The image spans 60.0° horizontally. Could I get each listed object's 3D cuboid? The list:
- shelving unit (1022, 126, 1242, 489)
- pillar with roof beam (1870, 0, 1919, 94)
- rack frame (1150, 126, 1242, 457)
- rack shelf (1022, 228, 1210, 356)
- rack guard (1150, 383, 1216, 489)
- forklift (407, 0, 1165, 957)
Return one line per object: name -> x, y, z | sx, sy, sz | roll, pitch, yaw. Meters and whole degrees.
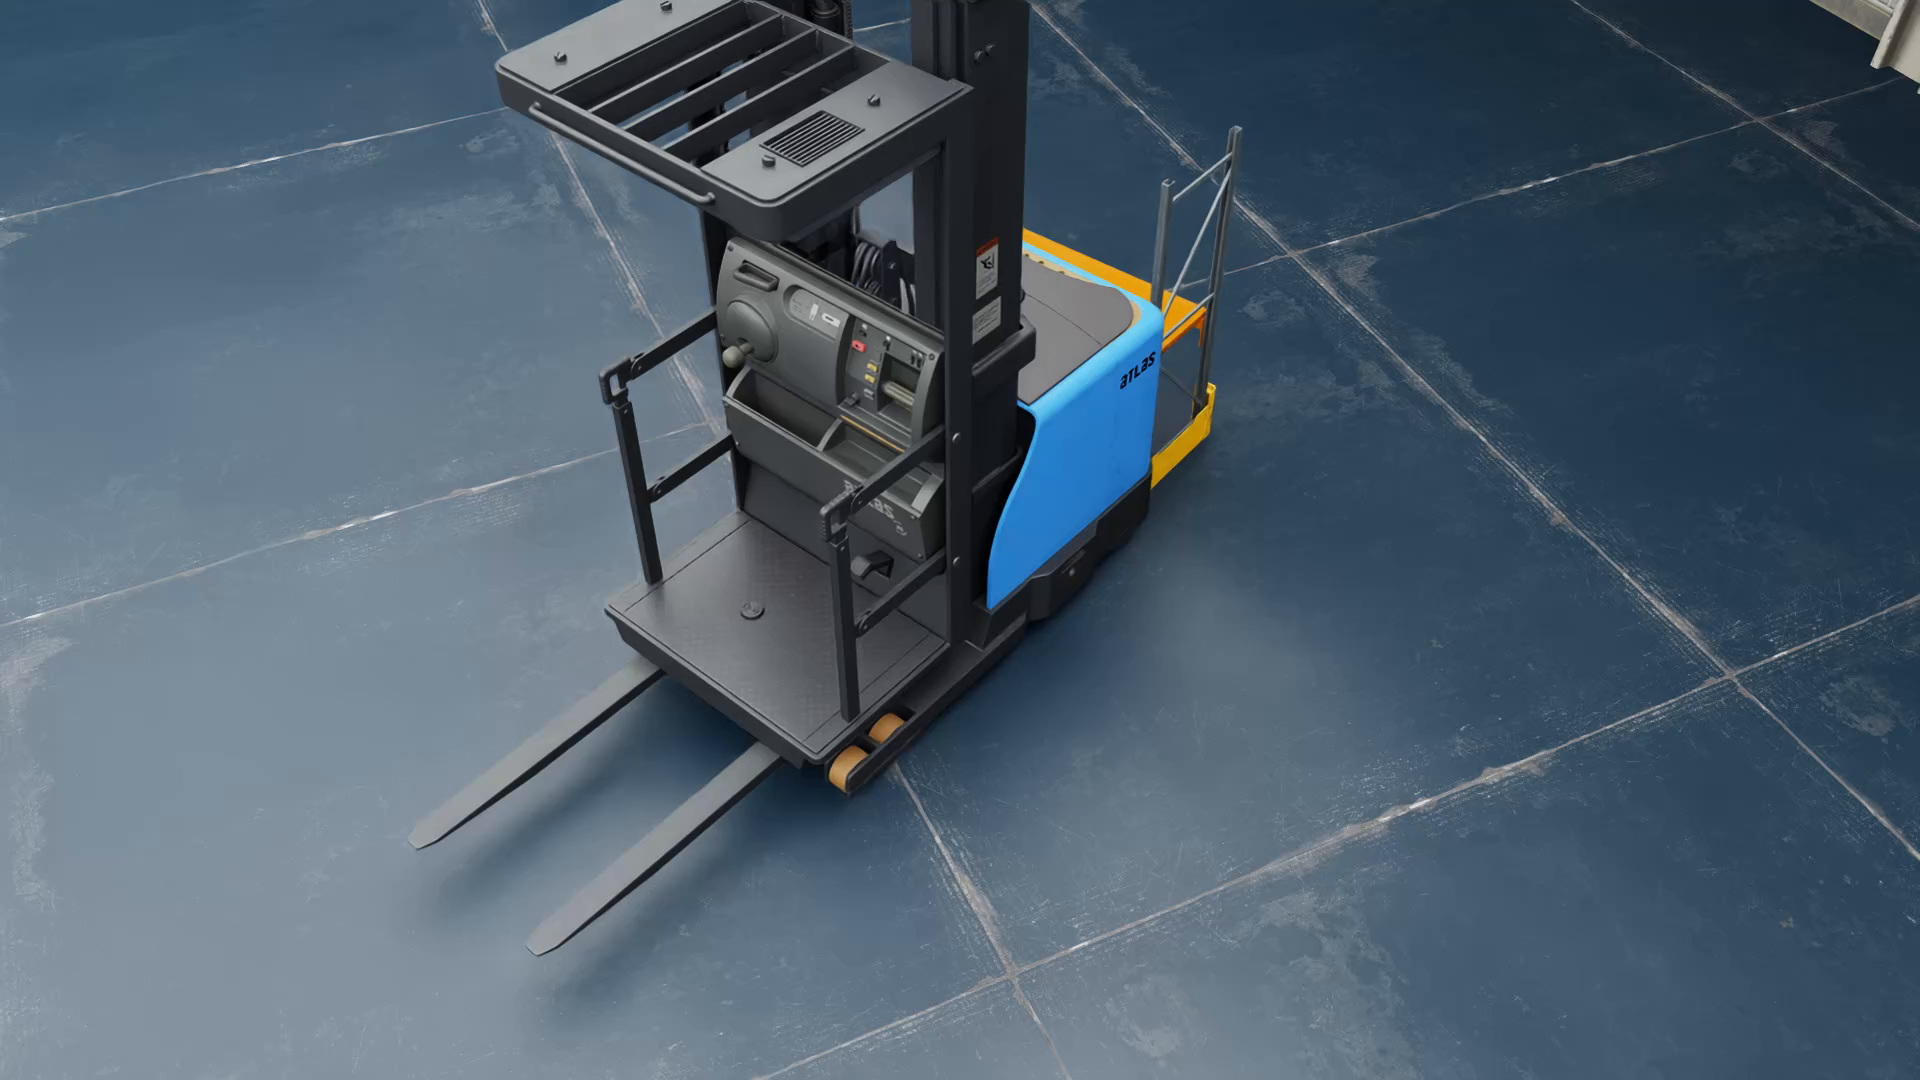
shelving unit -> 0.489, -1.078, 6.775 | 1.083, 1.500, 0.587 | 29, 51, 26
pillar with roof beam -> 1.516, -4.570, 4.975 | 9.100, 9.000, 0.400 | -18, 47, -17
rack frame -> 0.880, -0.861, 6.555 | 0.032, 1.500, 0.500 | 29, 51, 26
rack shelf -> 0.481, -0.954, 6.905 | 1.000, 0.185, 0.538 | 29, 51, 26
rack guard -> 0.879, -0.417, 6.994 | 0.087, 0.250, 0.587 | 29, 51, 26
forklift -> -0.574, -0.559, 5.229 | 1.130, 2.935, 3.031 | 31, 52, 28
